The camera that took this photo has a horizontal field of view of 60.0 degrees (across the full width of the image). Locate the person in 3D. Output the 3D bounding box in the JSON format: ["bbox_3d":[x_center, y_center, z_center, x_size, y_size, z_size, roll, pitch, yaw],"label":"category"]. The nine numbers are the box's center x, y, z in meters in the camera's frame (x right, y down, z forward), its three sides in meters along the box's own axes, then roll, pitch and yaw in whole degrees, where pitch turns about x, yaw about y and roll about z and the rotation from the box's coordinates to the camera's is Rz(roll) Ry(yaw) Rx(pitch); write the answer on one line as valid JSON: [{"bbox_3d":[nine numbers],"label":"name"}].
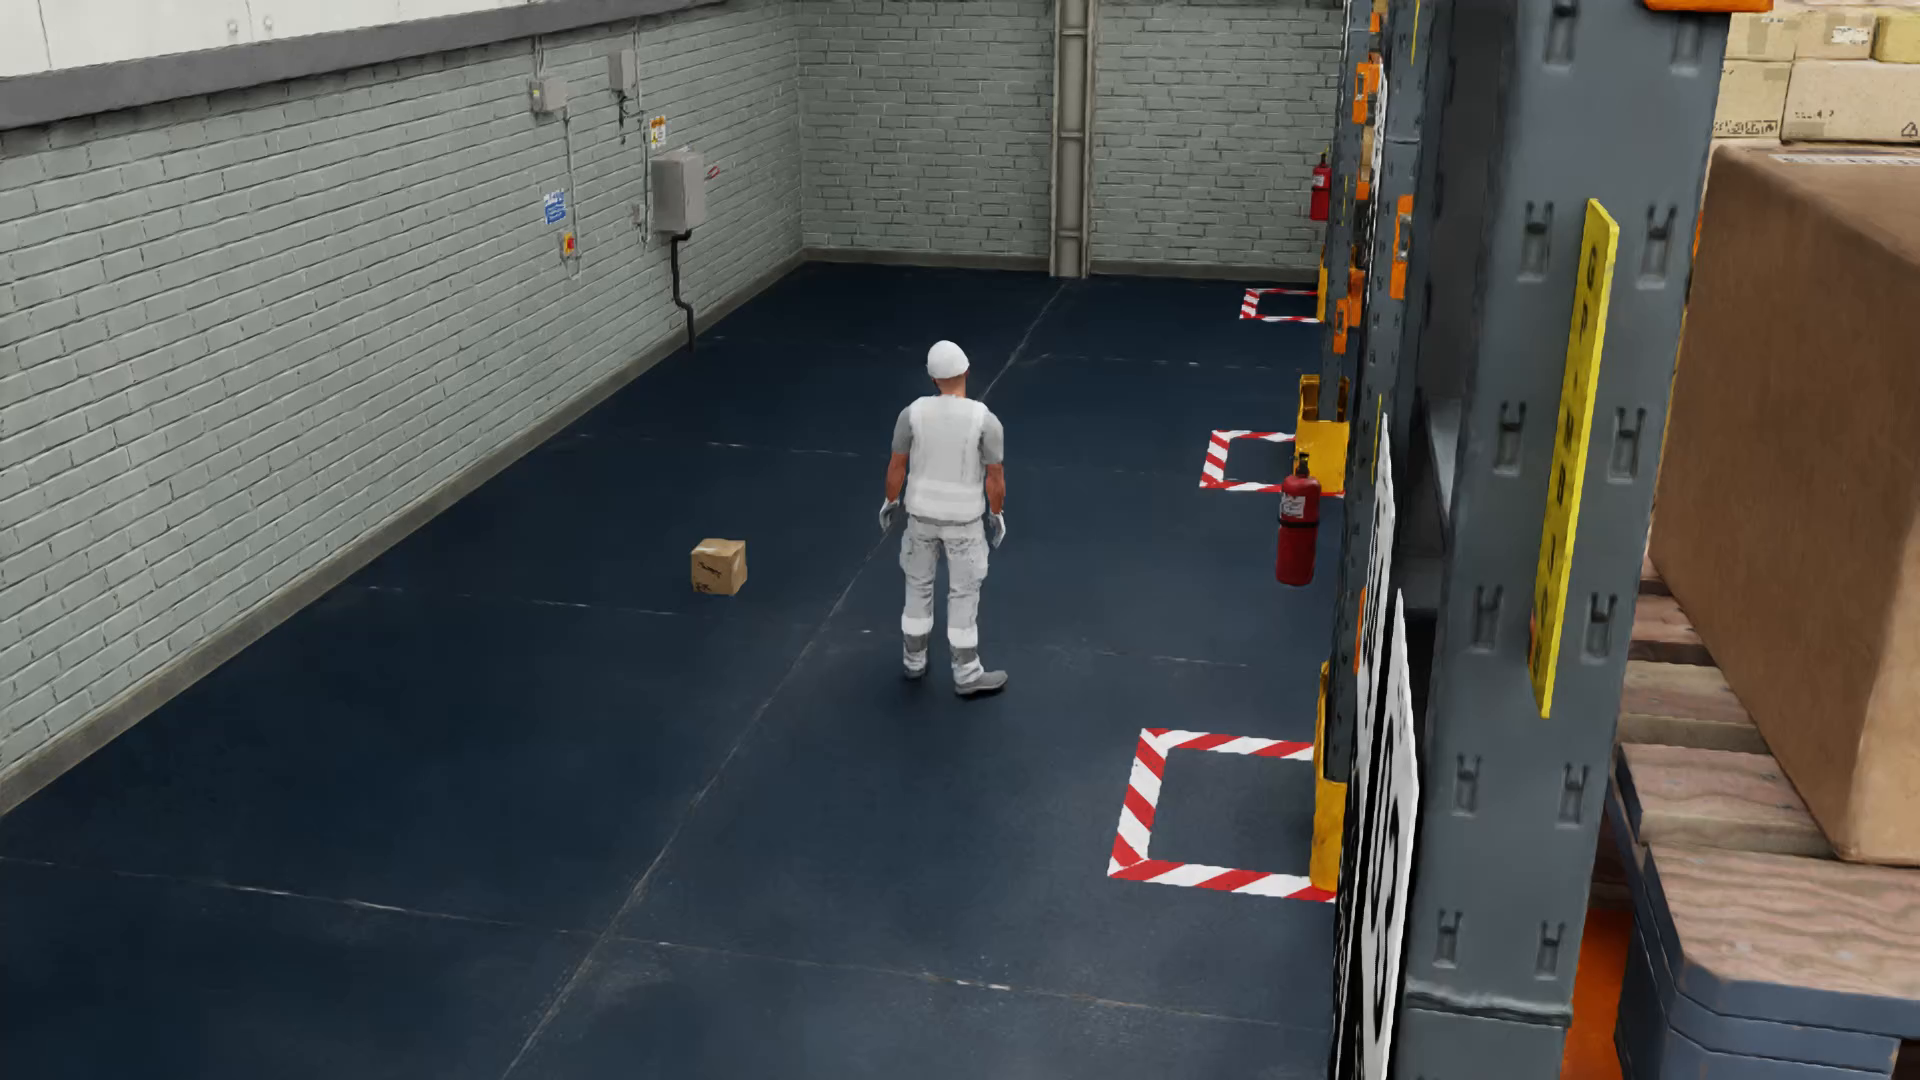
[{"bbox_3d":[-0.084,-0.128,8.289,0.665,1.792,0.418,5,22,12],"label":"person"}]
